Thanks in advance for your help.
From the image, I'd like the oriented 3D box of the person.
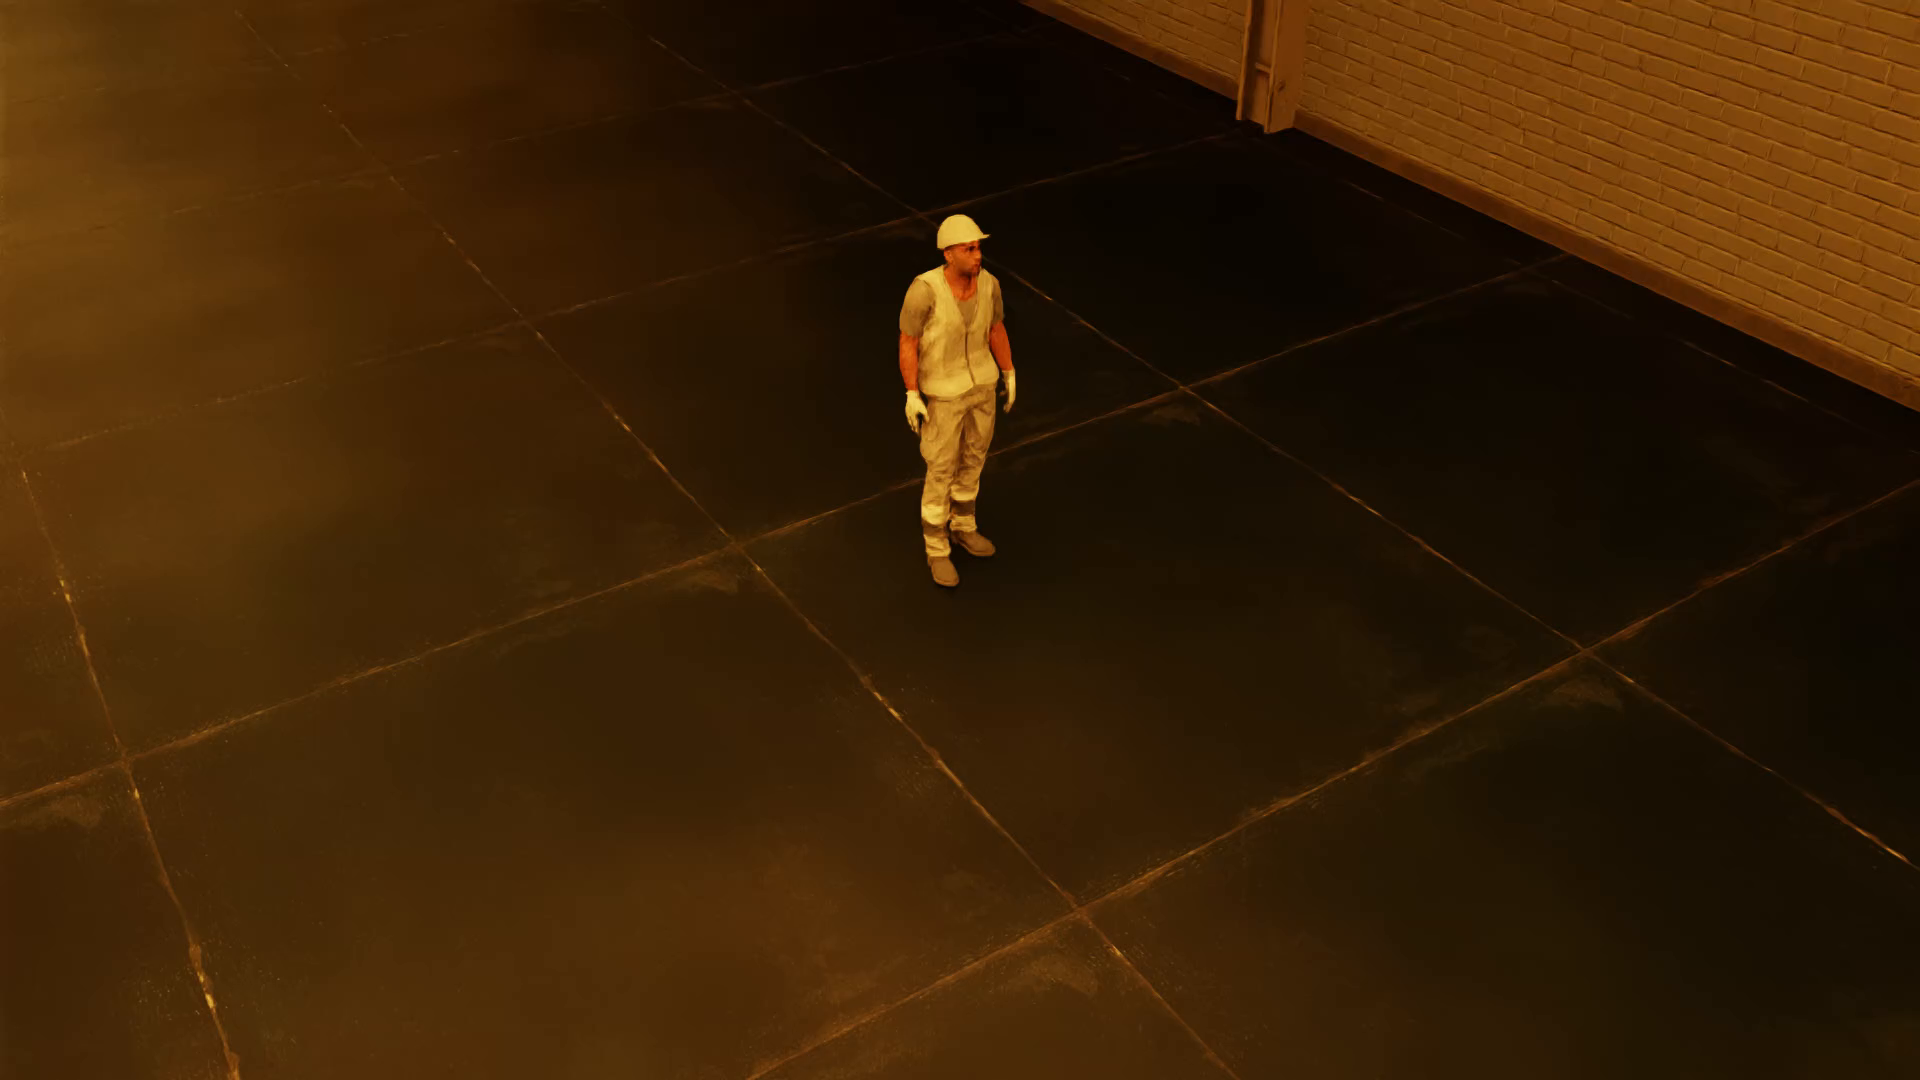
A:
[{"bbox_3d":[0.035,-0.695,8.119,0.637,1.787,0.563,-21,40,-27],"label":"person"}]
